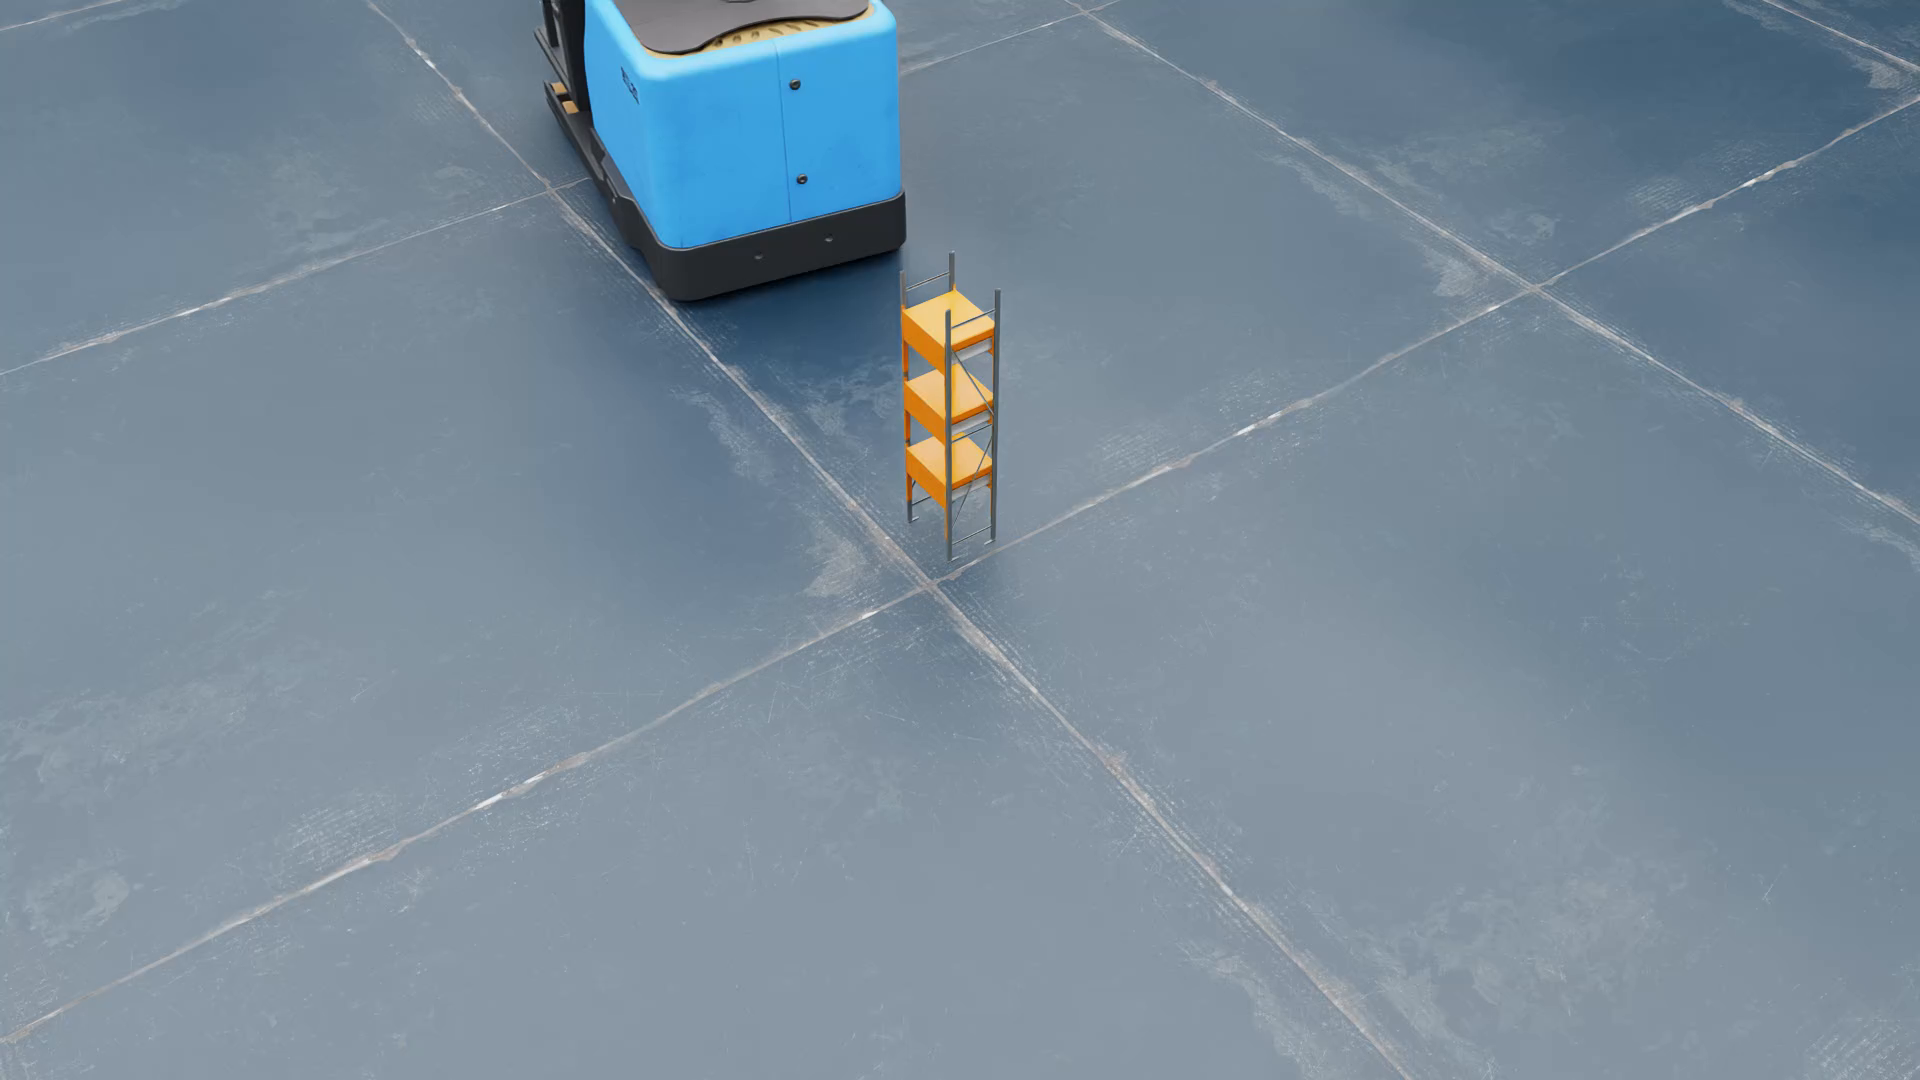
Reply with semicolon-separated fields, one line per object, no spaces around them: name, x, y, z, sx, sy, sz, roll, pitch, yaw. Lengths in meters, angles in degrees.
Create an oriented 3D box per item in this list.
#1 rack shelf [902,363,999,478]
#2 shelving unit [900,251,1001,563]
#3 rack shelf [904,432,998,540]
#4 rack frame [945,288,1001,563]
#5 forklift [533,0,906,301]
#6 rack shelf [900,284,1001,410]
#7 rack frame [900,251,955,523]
rack shelf;-0.031;-0.402;5.427;0.215;0.259;0.240;-26;49;-24
shelving unit;-0.031;-0.410;5.419;0.215;1.050;0.252;-26;49;-24
rack shelf;-0.031;-0.201;5.618;0.215;0.259;0.240;-26;49;-24
rack frame;0.039;-0.341;5.347;0.200;1.050;0.008;-26;49;-24
forklift;-1.296;-3.040;6.812;1.130;2.935;3.031;-18;46;-17
rack shelf;-0.031;-0.608;5.231;0.215;0.259;0.240;-26;49;-24
rack frame;-0.100;-0.479;5.492;0.200;1.050;0.008;-26;49;-24
